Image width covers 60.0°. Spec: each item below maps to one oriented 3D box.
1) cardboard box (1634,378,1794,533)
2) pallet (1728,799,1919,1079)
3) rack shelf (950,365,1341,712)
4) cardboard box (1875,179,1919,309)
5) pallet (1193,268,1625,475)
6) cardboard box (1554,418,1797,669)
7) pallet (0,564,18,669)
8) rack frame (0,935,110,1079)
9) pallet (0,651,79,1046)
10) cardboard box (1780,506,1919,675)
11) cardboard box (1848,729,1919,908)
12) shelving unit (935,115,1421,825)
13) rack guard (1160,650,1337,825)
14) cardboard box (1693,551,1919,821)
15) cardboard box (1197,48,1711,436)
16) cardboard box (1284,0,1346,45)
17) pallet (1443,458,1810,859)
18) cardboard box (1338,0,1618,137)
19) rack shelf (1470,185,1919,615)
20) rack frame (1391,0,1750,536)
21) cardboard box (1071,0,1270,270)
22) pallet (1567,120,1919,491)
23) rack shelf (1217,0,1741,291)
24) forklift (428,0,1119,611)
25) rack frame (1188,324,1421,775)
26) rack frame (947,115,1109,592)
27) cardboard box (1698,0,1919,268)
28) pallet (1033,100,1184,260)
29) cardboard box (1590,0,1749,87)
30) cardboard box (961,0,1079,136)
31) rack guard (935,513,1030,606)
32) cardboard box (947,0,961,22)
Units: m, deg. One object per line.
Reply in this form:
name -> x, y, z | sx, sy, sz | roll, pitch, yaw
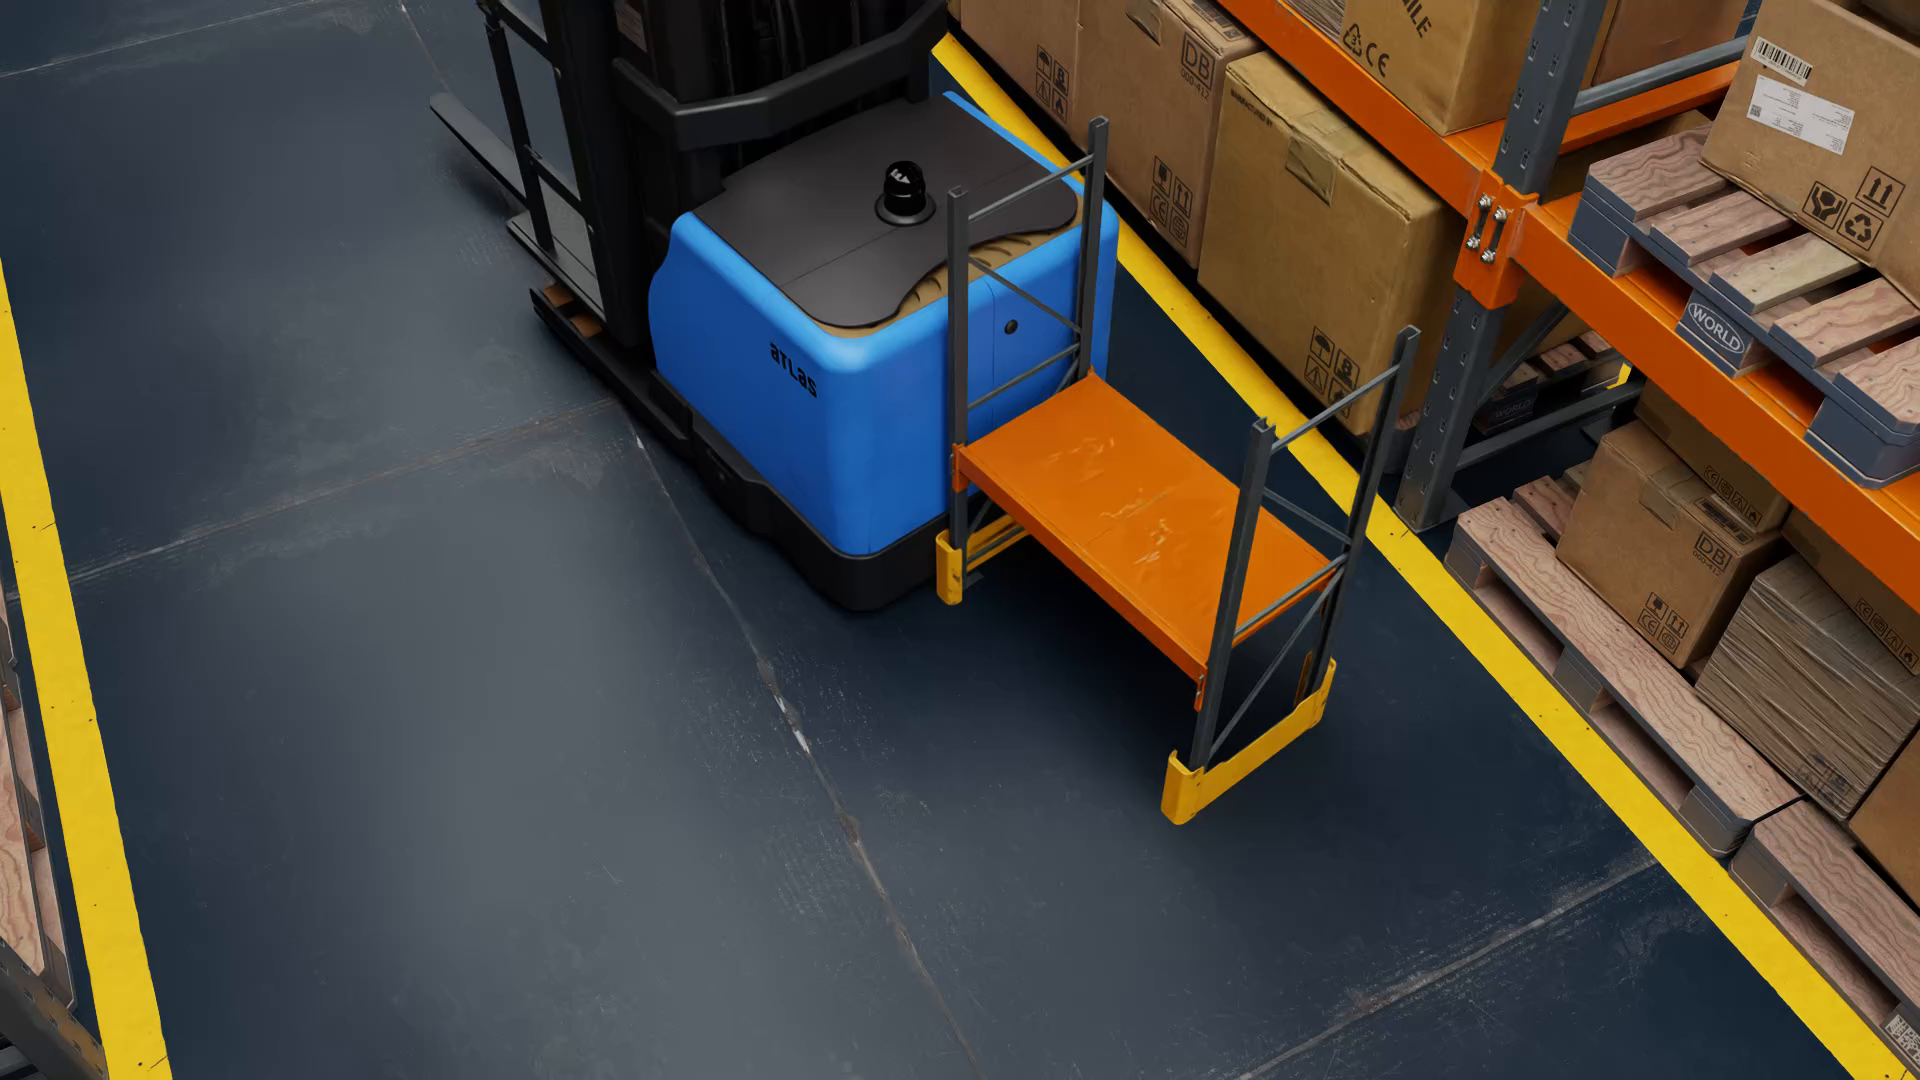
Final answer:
cardboard box -> 2.189, -0.344, 4.428 | 0.500, 0.250, 0.500 | -19, 52, -16
pallet -> 2.767, 1.044, 4.197 | 1.003, 0.211, 1.213 | -21, 52, -18
rack shelf -> 0.492, -0.035, 4.523 | 0.538, 0.185, 1.000 | -31, 56, -24
cardboard box -> 2.483, -0.698, 3.522 | 0.700, 0.500, 0.500 | -14, 50, -12
pallet -> 1.562, -0.849, 5.852 | 1.003, 0.211, 1.213 | -21, 52, -18
cardboard box -> 2.180, -0.094, 4.707 | 0.700, 0.500, 0.500 | -24, 53, -19
pallet -> -3.500, 0.082, 5.038 | 1.003, 0.211, 1.213 | -21, 52, -18
rack frame -> -2.548, 0.493, 2.826 | 1.000, 3.000, 0.127 | -21, 52, -18
pallet -> -2.946, 0.898, 4.325 | 1.003, 0.211, 1.213 | -21, 52, -18
cardboard box -> 2.441, 0.008, 4.121 | 0.500, 0.250, 0.500 | -16, 51, -13
cardboard box -> 2.711, 0.650, 4.057 | 0.700, 0.500, 0.500 | -17, 51, -15
shelving unit -> 0.486, -0.159, 4.392 | 0.587, 1.500, 1.083 | -31, 56, -24
rack guard -> 0.800, 0.544, 4.608 | 0.587, 0.250, 0.087 | -31, 56, -24
cardboard box -> 2.446, 0.273, 4.387 | 0.700, 0.500, 0.500 | -25, 53, -20
cardboard box -> 1.559, -1.121, 5.370 | 1.225, 0.875, 0.875 | -23, 53, -19
cardboard box -> 1.187, -1.827, 4.789 | 0.500, 0.500, 0.500 | -22, 52, -18
pallet -> 2.212, 0.228, 4.910 | 1.003, 0.211, 1.213 | -21, 52, -18
cardboard box -> 1.410, -1.491, 4.495 | 0.500, 0.500, 0.500 | -20, 52, -16
rack shelf -> 2.771, 0.362, 3.418 | 1.077, 0.370, 4.000 | -21, 52, -18
rack frame -> 1.856, -1.213, 4.318 | 1.000, 3.000, 0.127 | -21, 52, -18
cardboard box -> 1.158, -1.720, 5.894 | 1.225, 0.875, 0.875 | -21, 52, -17
pallet -> 2.277, -0.710, 4.005 | 1.213, 0.211, 1.003 | -21, 52, -18
rack shelf -> 0.941, -2.315, 5.760 | 1.077, 0.370, 4.000 | -21, 52, -18
forklift -> -0.853, -1.806, 4.882 | 1.130, 2.935, 3.031 | -31, 56, -24
rack frame -> 0.812, 0.144, 4.128 | 0.500, 1.500, 0.032 | -31, 56, -24
rack frame -> 0.172, -0.451, 4.648 | 0.500, 1.500, 0.032 | -31, 56, -24
cardboard box -> 2.139, -1.037, 3.819 | 0.500, 0.500, 0.500 | -27, 54, -22
pallet -> 1.008, -1.664, 6.565 | 1.003, 0.211, 1.213 | -21, 52, -18
cardboard box -> 1.876, -1.665, 4.647 | 0.500, 0.500, 0.500 | -20, 52, -16
cardboard box -> 0.746, -2.310, 6.410 | 1.225, 0.875, 0.875 | -23, 53, -19
rack guard -> 0.173, -0.039, 5.118 | 0.587, 0.250, 0.087 | -31, 56, -24
cardboard box -> 0.336, -2.908, 6.933 | 1.225, 0.875, 0.875 | -21, 52, -17
